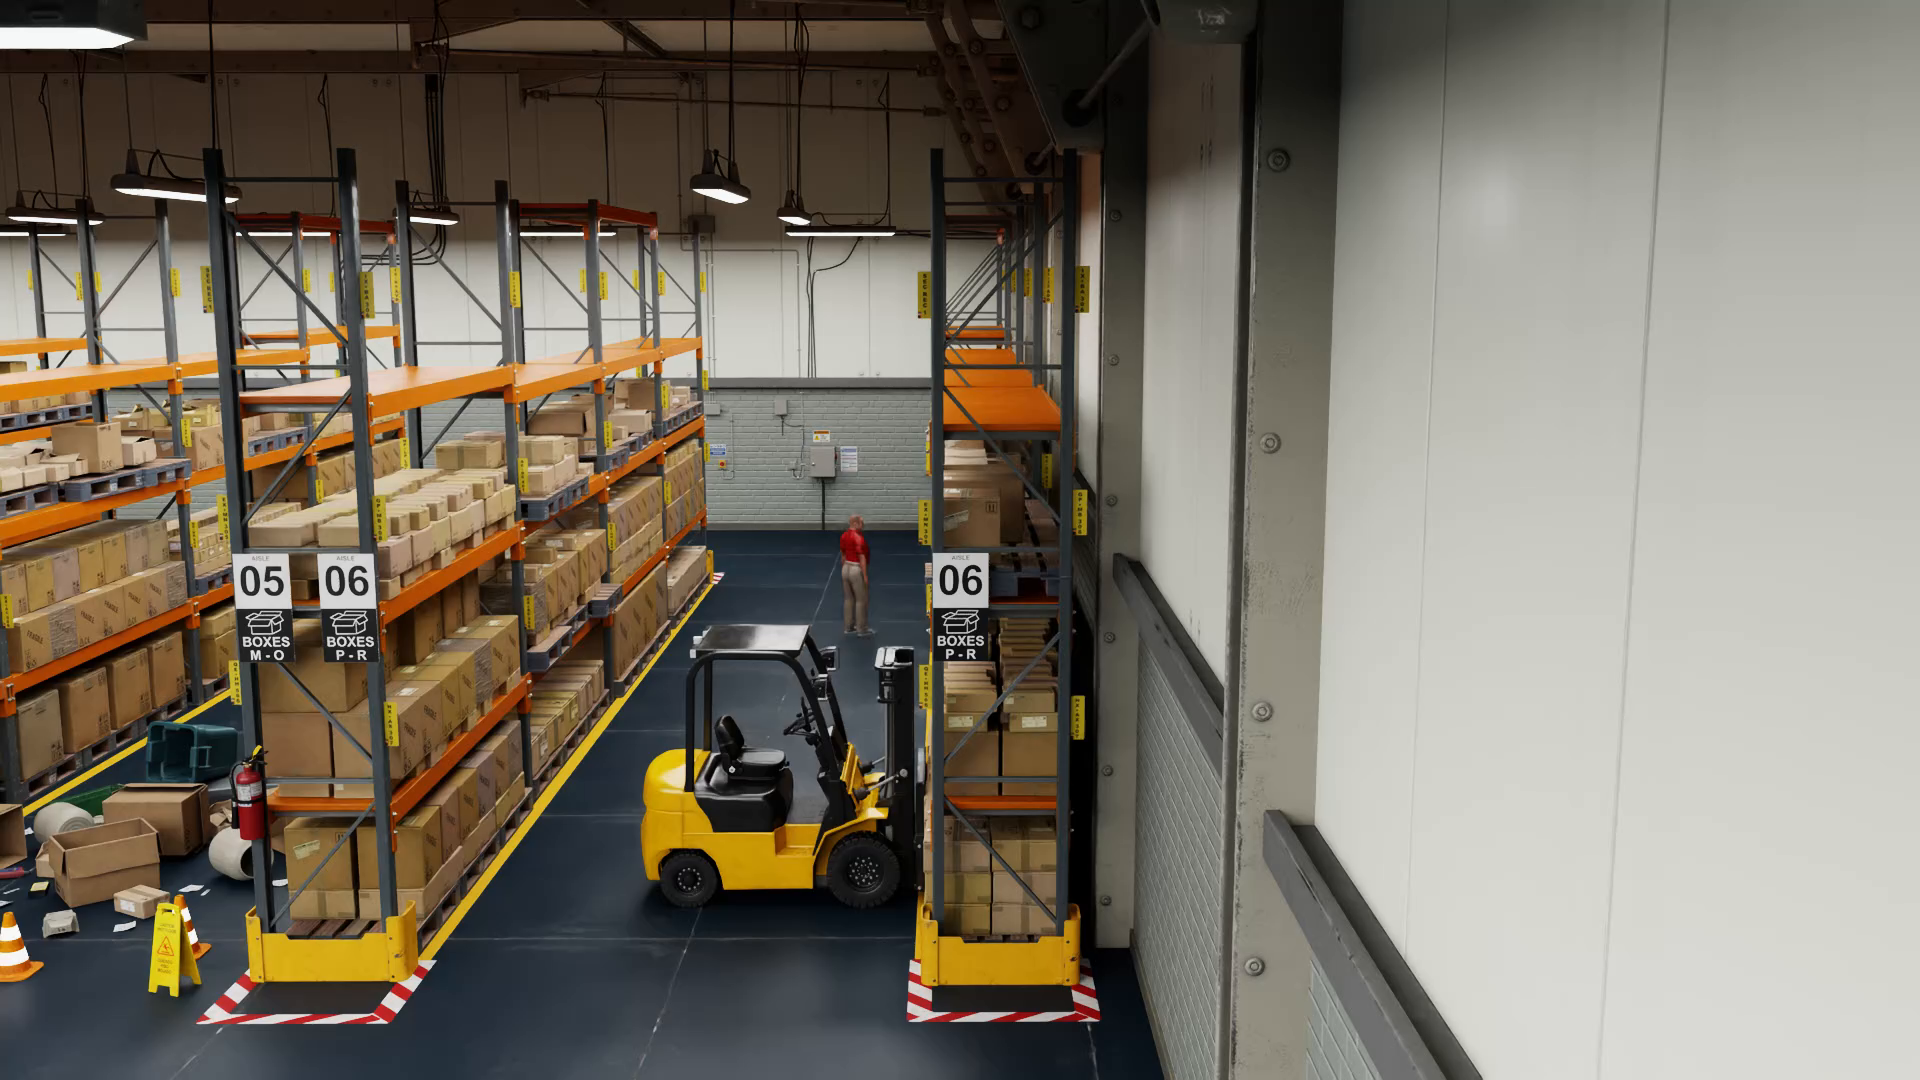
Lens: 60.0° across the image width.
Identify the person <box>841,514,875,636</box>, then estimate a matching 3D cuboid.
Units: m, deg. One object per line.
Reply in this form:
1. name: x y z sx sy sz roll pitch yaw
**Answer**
1. person: -1.449 0.492 23.604 0.417 1.728 0.595 -7 12 -38
